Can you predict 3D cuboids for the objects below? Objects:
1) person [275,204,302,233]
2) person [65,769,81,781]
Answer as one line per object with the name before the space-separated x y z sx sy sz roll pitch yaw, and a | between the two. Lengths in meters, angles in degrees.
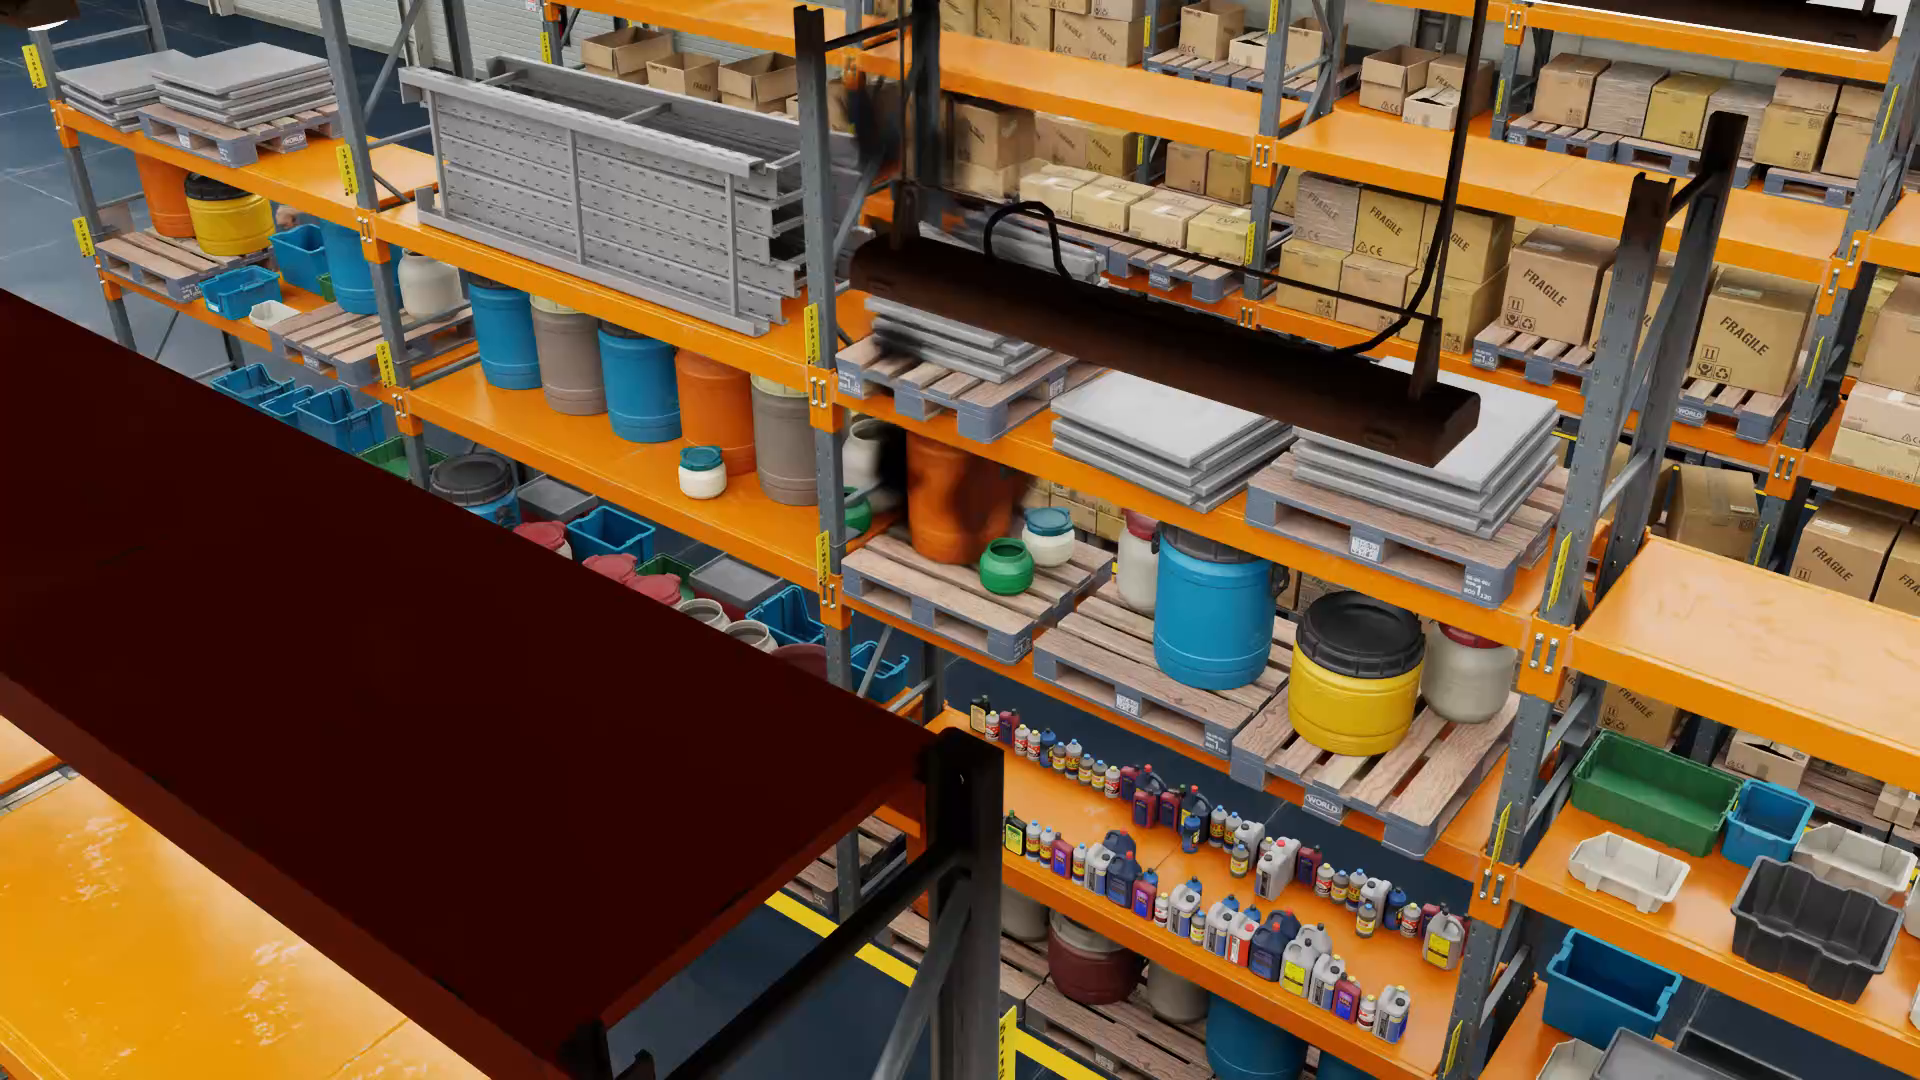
person | -7.282 -2.872 18.308 0.630 1.731 0.687 -15 35 -24
person | -5.299 1.889 10.491 0.810 1.841 0.689 20 37 29
